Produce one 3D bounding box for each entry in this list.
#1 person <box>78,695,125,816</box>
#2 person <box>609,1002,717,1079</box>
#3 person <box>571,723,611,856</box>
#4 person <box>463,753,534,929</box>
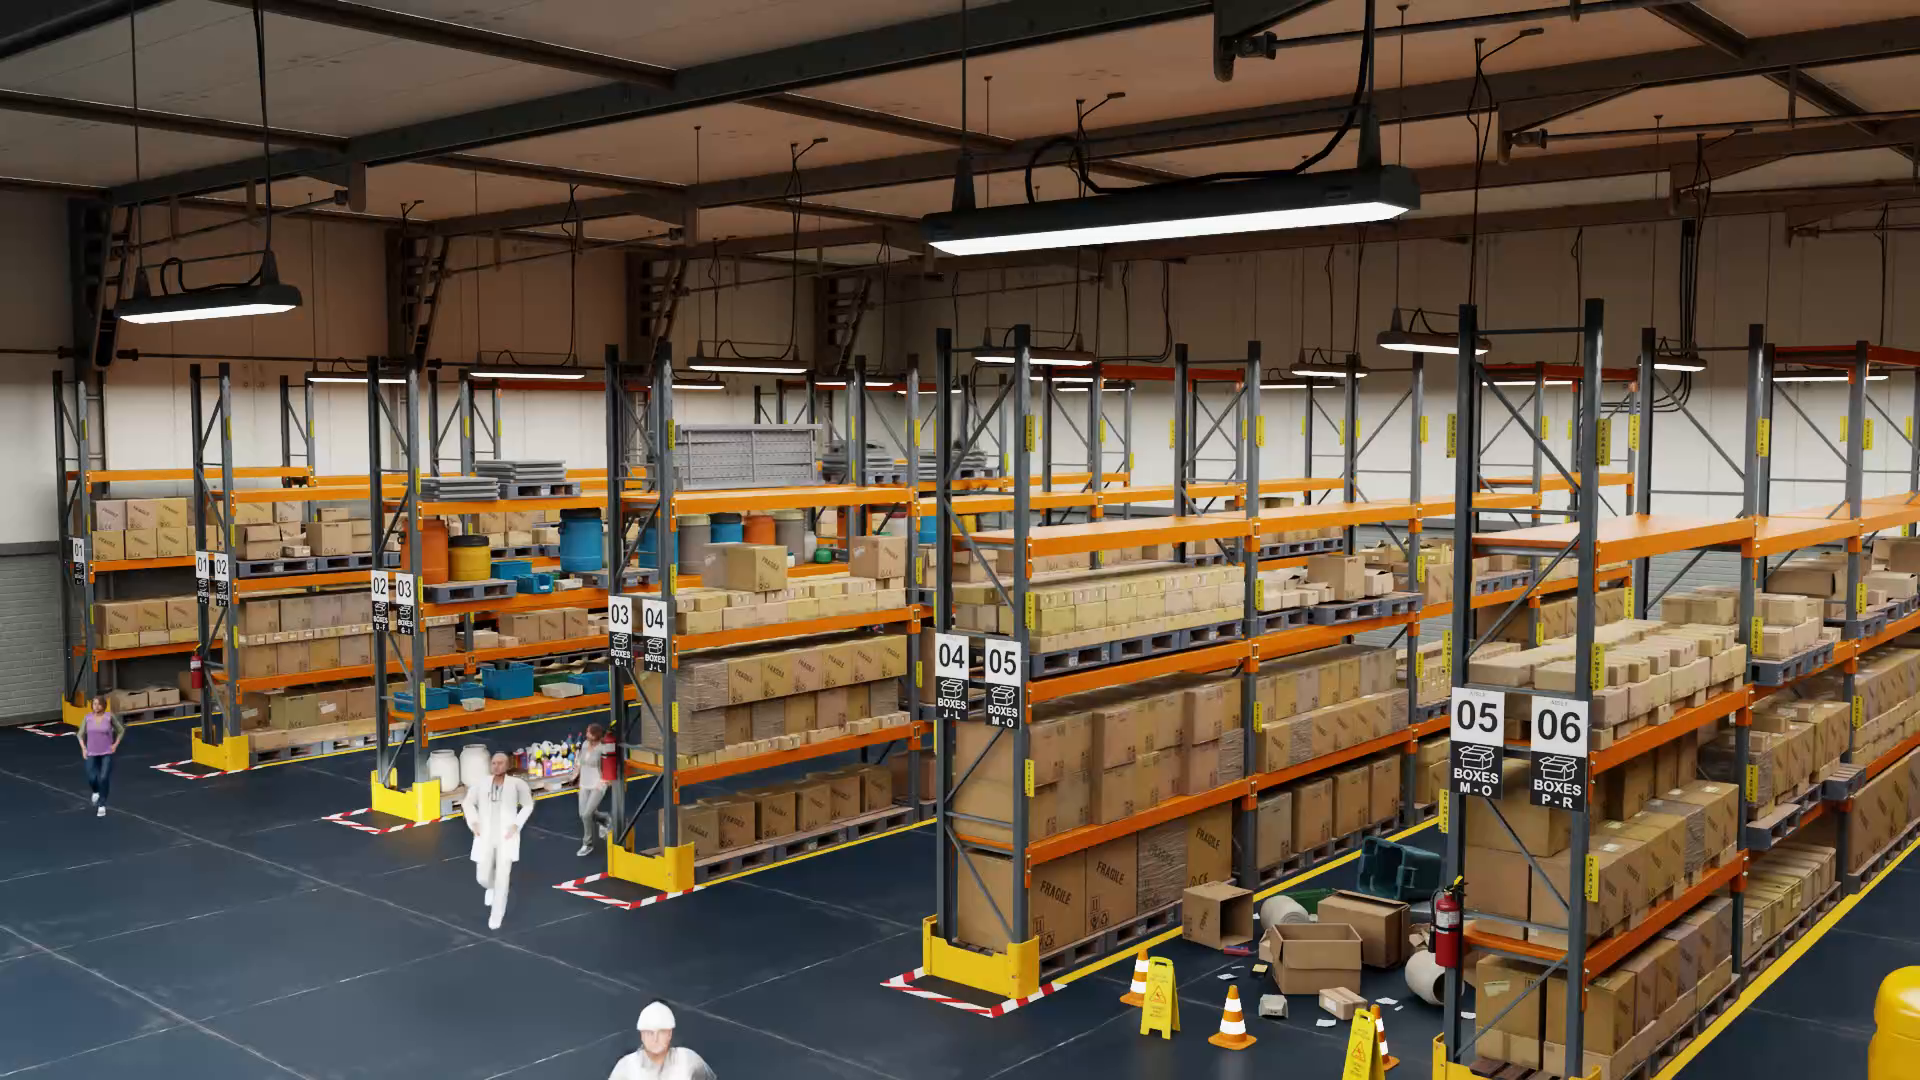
[{"bbox_3d":[-11.283,2.814,21.861,0.559,1.574,0.532,-2,4,-21],"label":"person"},{"bbox_3d":[-1.757,3.556,9.684,0.676,1.766,0.931,-1,4,-8],"label":"person"},{"bbox_3d":[-4.338,2.959,19.916,0.557,1.572,0.623,2,5,30],"label":"person"},{"bbox_3d":[-4.779,3.071,17.205,0.718,1.758,0.716,-1,4,-7],"label":"person"}]
